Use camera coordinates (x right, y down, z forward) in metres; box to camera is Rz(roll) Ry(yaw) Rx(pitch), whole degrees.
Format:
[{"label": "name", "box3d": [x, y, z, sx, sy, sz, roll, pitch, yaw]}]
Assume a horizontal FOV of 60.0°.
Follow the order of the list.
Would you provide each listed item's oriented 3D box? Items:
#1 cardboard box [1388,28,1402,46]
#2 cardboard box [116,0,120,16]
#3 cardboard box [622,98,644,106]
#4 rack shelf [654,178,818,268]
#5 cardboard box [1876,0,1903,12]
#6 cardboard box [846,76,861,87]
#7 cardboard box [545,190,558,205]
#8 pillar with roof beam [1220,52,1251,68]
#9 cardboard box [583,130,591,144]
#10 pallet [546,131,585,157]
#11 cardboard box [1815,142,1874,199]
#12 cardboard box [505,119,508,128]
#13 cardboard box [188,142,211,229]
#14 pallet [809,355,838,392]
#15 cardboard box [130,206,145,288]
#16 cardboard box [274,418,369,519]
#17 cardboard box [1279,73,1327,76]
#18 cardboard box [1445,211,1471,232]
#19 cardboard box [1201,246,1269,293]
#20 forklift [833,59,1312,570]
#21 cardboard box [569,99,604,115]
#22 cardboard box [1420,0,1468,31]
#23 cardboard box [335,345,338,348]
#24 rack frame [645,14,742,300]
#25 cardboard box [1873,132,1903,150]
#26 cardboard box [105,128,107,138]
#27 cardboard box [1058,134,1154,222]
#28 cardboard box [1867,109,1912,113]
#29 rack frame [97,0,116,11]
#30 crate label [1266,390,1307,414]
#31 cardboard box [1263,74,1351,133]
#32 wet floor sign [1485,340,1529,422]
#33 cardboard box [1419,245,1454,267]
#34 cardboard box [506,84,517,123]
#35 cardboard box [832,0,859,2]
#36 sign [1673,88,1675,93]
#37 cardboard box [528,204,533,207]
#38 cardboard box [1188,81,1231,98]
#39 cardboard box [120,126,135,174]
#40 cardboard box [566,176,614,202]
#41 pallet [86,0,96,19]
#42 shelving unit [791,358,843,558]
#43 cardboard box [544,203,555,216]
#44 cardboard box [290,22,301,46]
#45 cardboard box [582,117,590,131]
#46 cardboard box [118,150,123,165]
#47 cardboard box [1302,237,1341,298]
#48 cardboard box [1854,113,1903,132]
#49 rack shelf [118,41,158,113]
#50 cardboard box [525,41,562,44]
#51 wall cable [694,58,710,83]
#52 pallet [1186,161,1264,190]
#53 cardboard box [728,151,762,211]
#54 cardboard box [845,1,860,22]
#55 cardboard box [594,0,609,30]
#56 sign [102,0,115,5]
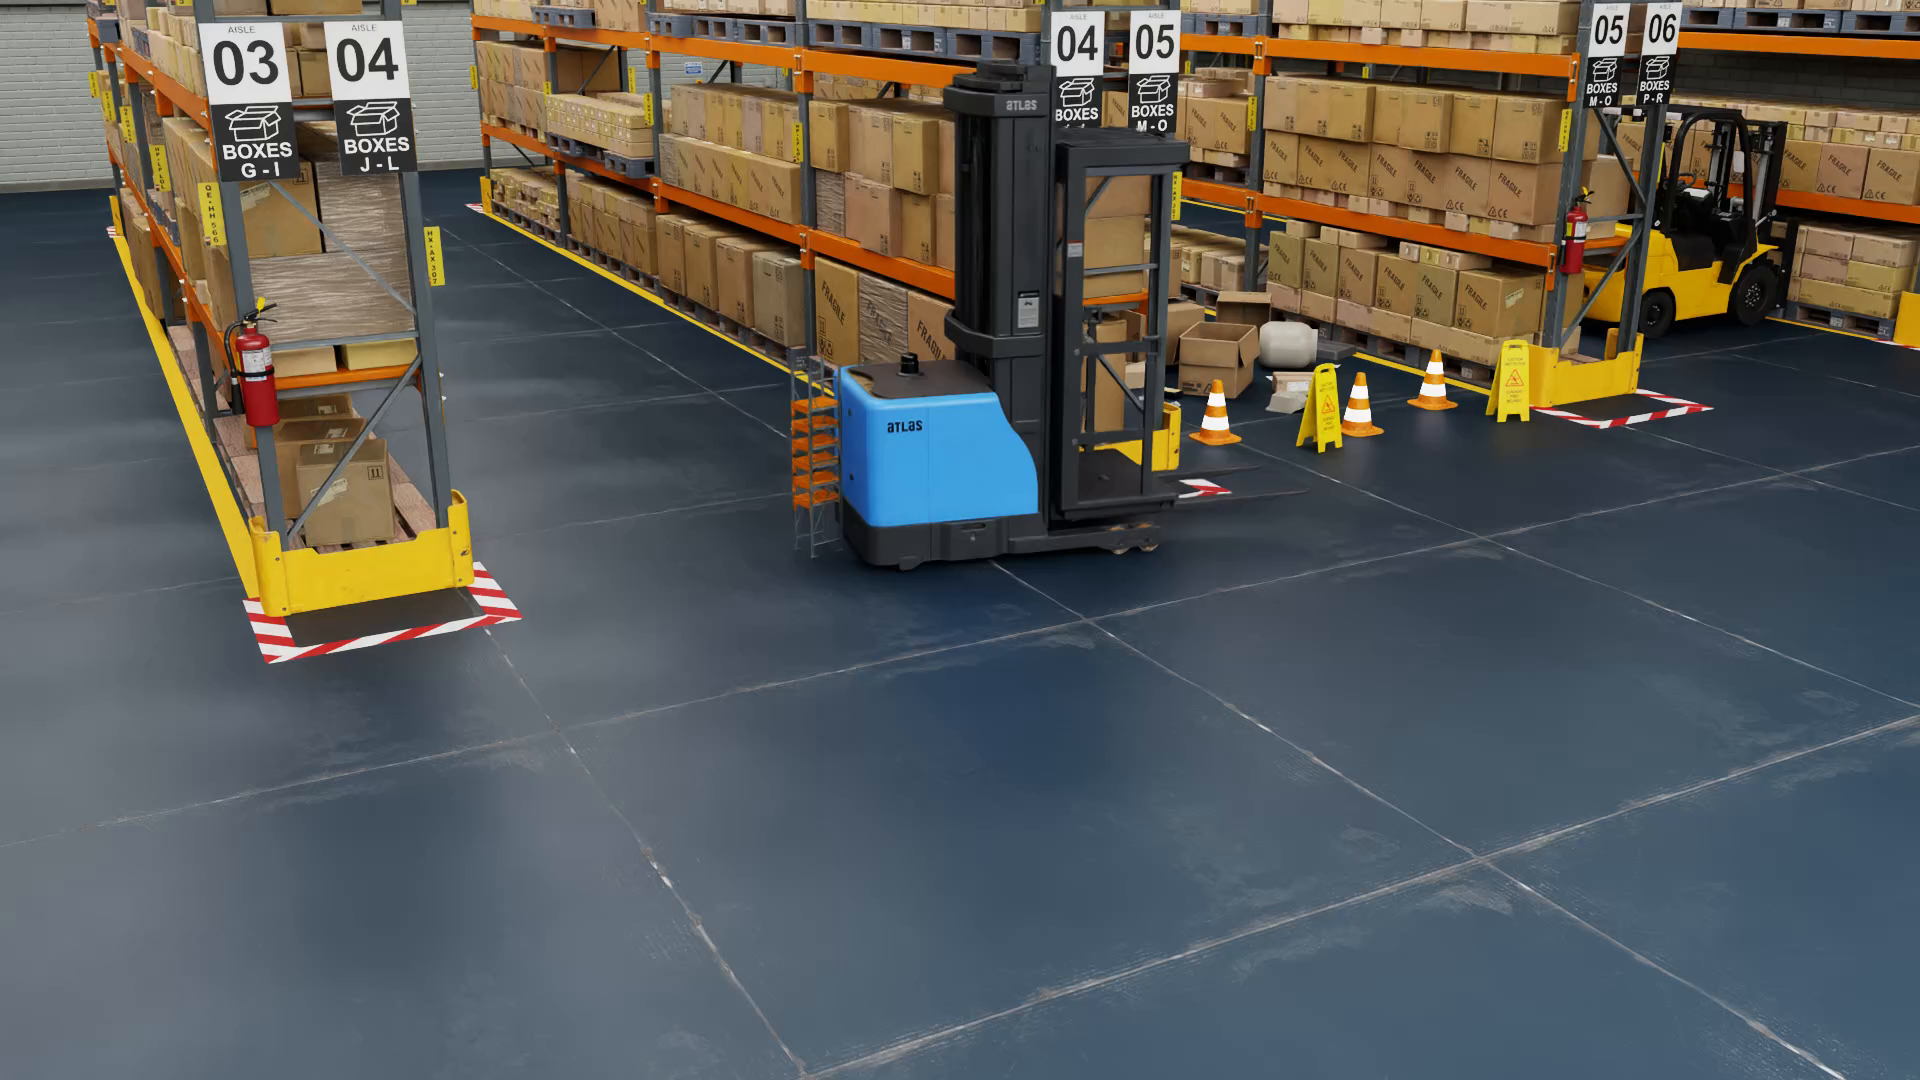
[{"label": "cardboard box", "box3d": [4.059, -4.505, 14.876, 0.380, 0.149, 0.250, -10, 21, -26]}, {"label": "cardboard box", "box3d": [-7.230, -4.917, 14.765, 0.500, 0.500, 0.500, -10, 21, -26]}, {"label": "cardboard box", "box3d": [-3.863, -5.256, 20.094, 0.380, 0.149, 0.250, -11, 22, -28]}, {"label": "rack shelf", "box3d": [-1.864, -3.216, 16.454, 1.077, 0.370, 4.000, -10, 21, -27]}, {"label": "cardboard box", "box3d": [8.999, -5.135, 15.903, 0.380, 0.149, 0.250, -11, 22, -28]}, {"label": "cardboard box", "box3d": [-1.356, -6.978, 24.569, 0.500, 0.500, 0.500, -10, 21, -26]}, {"label": "cardboard box", "box3d": [-5.268, -4.539, 22.002, 0.380, 0.149, 0.250, -10, 21, -26]}, {"label": "pillar with roof beam", "box3d": [0.635, -9.352, 23.939, 9.100, 9.000, 0.400, -10, 21, -27]}, {"label": "cardboard box", "box3d": [-4.190, -4.727, 19.472, 0.380, 0.149, 0.250, -11, 22, -29]}, {"label": "pallet", "box3d": [-4.479, -4.945, 20.659, 1.003, 0.211, 1.213, -10, 21, -27]}, {"label": "cardboard box", "box3d": [8.957, -3.697, 16.594, 0.500, 0.500, 0.500, -9, 21, -25]}, {"label": "cardboard box", "box3d": [-6.266, -5.958, 23.685, 0.380, 0.149, 0.250, -9, 21, -24]}, {"label": "cardboard box", "box3d": [-4.385, -2.161, 10.152, 0.500, 0.500, 0.500, -10, 21, -27]}, {"label": "pallet", "box3d": [-0.622, -1.433, 14.460, 1.003, 0.211, 1.213, -10, 21, -27]}, {"label": "cardboard box", "box3d": [-7.953, -3.043, 17.465, 1.225, 0.875, 0.875, -10, 21, -26]}, {"label": "cardboard box", "box3d": [-4.024, -0.459, 10.551, 0.500, 0.500, 0.500, -4, 20, -12]}, {"label": "cardboard box", "box3d": [4.923, -6.383, 23.728, 0.797, 0.503, 0.637, -11, 22, -28]}, {"label": "cardboard box", "box3d": [4.458, -2.786, 14.492, 0.380, 0.149, 0.250, -10, 21, -26]}, {"label": "cardboard box", "box3d": [3.142, -2.884, 17.775, 0.950, 0.372, 0.625, -10, 21, -26]}, {"label": "forklift", "box3d": [0.760, -1.460, 10.369, 3.031, 2.935, 1.130, -6, 20, -16]}, {"label": "cardboard box", "box3d": [-4.436, -5.156, 19.805, 0.380, 0.149, 0.250, -10, 21, -27]}, {"label": "cardboard box", "box3d": [4.325, -4.515, 14.291, 0.500, 0.250, 0.500, -9, 21, -25]}, {"label": "cardboard box", "box3d": [-3.561, -1.243, 10.020, 0.380, 0.149, 0.250, -10, 21, -27]}, {"label": "rack frame", "box3d": [-2.814, -4.130, 18.001, 1.000, 3.000, 0.127, -10, 21, -27]}, {"label": "cardboard box", "box3d": [9.101, -3.878, 16.123, 0.380, 0.149, 0.250, -10, 21, -26]}, {"label": "cardboard box", "box3d": [-11.148, -5.415, 22.111, 0.380, 0.149, 0.250, -10, 21, -26]}, {"label": "cardboard box", "box3d": [0.843, -2.527, 11.471, 0.875, 0.550, 0.550, -10, 21, -27]}, {"label": "cardboard box", "box3d": [9.351, -4.250, 16.746, 0.380, 0.149, 0.250, -10, 21, -26]}, {"label": "rack frame", "box3d": [-9.127, -7.375, 18.208, 1.000, 3.000, 0.127, -10, 21, -27]}, {"label": "crate label", "box3d": [2.710, -1.146, 13.742, 0.298, 0.136, 0.250, 11, 22, 30]}, {"label": "cardboard box", "box3d": [3.412, -4.278, 16.288, 0.700, 0.500, 0.500, -10, 22, -27]}, {"label": "wet floor sign", "box3d": [4.442, -1.296, 13.397, 0.267, 0.644, 0.232, -3, 19, -8]}, {"label": "cardboard box", "box3d": [4.333, -2.546, 14.839, 0.380, 0.149, 0.250, -10, 21, -26]}, {"label": "cardboard box", "box3d": [-5.897, -6.005, 22.826, 0.500, 0.500, 0.500, -11, 22, -28]}, {"label": "cardboard box", "box3d": [-0.688, -4.387, 13.124, 0.500, 0.250, 0.500, -10, 21, -27]}, {"label": "sign", "box3d": [8.248, -5.080, 19.307, 0.100, 0.325, 0.005, -10, 21, -27]}, {"label": "cardboard box", "box3d": [-5.756, -4.571, 23.007, 0.380, 0.149, 0.250, -10, 21, -26]}, {"label": "cardboard box", "box3d": [2.637, -4.764, 17.590, 0.380, 0.149, 0.250, -11, 22, -28]}, {"label": "cardboard box", "box3d": [-8.889, -4.271, 18.257, 0.500, 0.500, 0.500, -10, 21, -27]}, {"label": "cardboard box", "box3d": [-4.595, -4.396, 20.812, 0.500, 0.250, 0.500, -11, 22, -29]}, {"label": "pallet", "box3d": [-10.665, -6.852, 21.427, 1.003, 0.211, 1.213, -10, 21, -27]}, {"label": "shelving unit", "box3d": [-0.879, -0.503, 10.243, 0.258, 1.200, 0.189, -15, 24, -37]}, {"label": "cardboard box", "box3d": [-5.282, -4.386, 22.015, 0.380, 0.149, 0.250, -11, 22, -29]}, {"label": "cardboard box", "box3d": [-3.622, -2.887, 9.420, 0.380, 0.149, 0.250, -10, 22, -28]}, {"label": "cardboard box", "box3d": [-4.187, -4.865, 19.418, 0.380, 0.149, 0.250, -10, 22, -28]}, {"label": "cardboard box", "box3d": [-9.560, -4.457, 19.334, 0.380, 0.149, 0.250, -10, 21, -26]}, {"label": "cardboard box", "box3d": [3.701, -2.667, 16.185, 0.500, 0.500, 0.500, -9, 21, -24]}, {"label": "cardboard box", "box3d": [9.012, -4.100, 16.312, 0.380, 0.149, 0.250, -9, 21, -25]}, {"label": "rack shelf", "box3d": [-6.277, -3.894, 13.823, 1.077, 0.370, 4.000, -10, 21, -27]}, {"label": "cardboard box", "box3d": [-5.936, -6.849, 23.738, 0.500, 0.500, 0.500, -11, 22, -28]}, {"label": "wall cable", "box3d": [-5.003, -9.332, 31.472, 0.585, 1.953, 0.123, -10, 21, -27]}, {"label": "pallet", "box3d": [3.159, -3.928, 17.712, 1.003, 0.211, 1.213, -10, 21, -27]}, {"label": "cardboard box", "box3d": [-1.878, -3.427, 15.812, 0.500, 0.500, 0.500, -10, 21, -26]}, {"label": "cardboard box", "box3d": [-0.680, -4.151, 13.053, 0.380, 0.149, 0.250, -10, 22, -28]}, {"label": "cardboard box", "box3d": [-3.792, -6.005, 18.684, 0.500, 0.500, 0.500, -10, 21, -27]}, {"label": "sign", "box3d": [-7.719, -5.007, 15.030, 0.100, 0.325, 0.005, -10, 21, -27]}]
